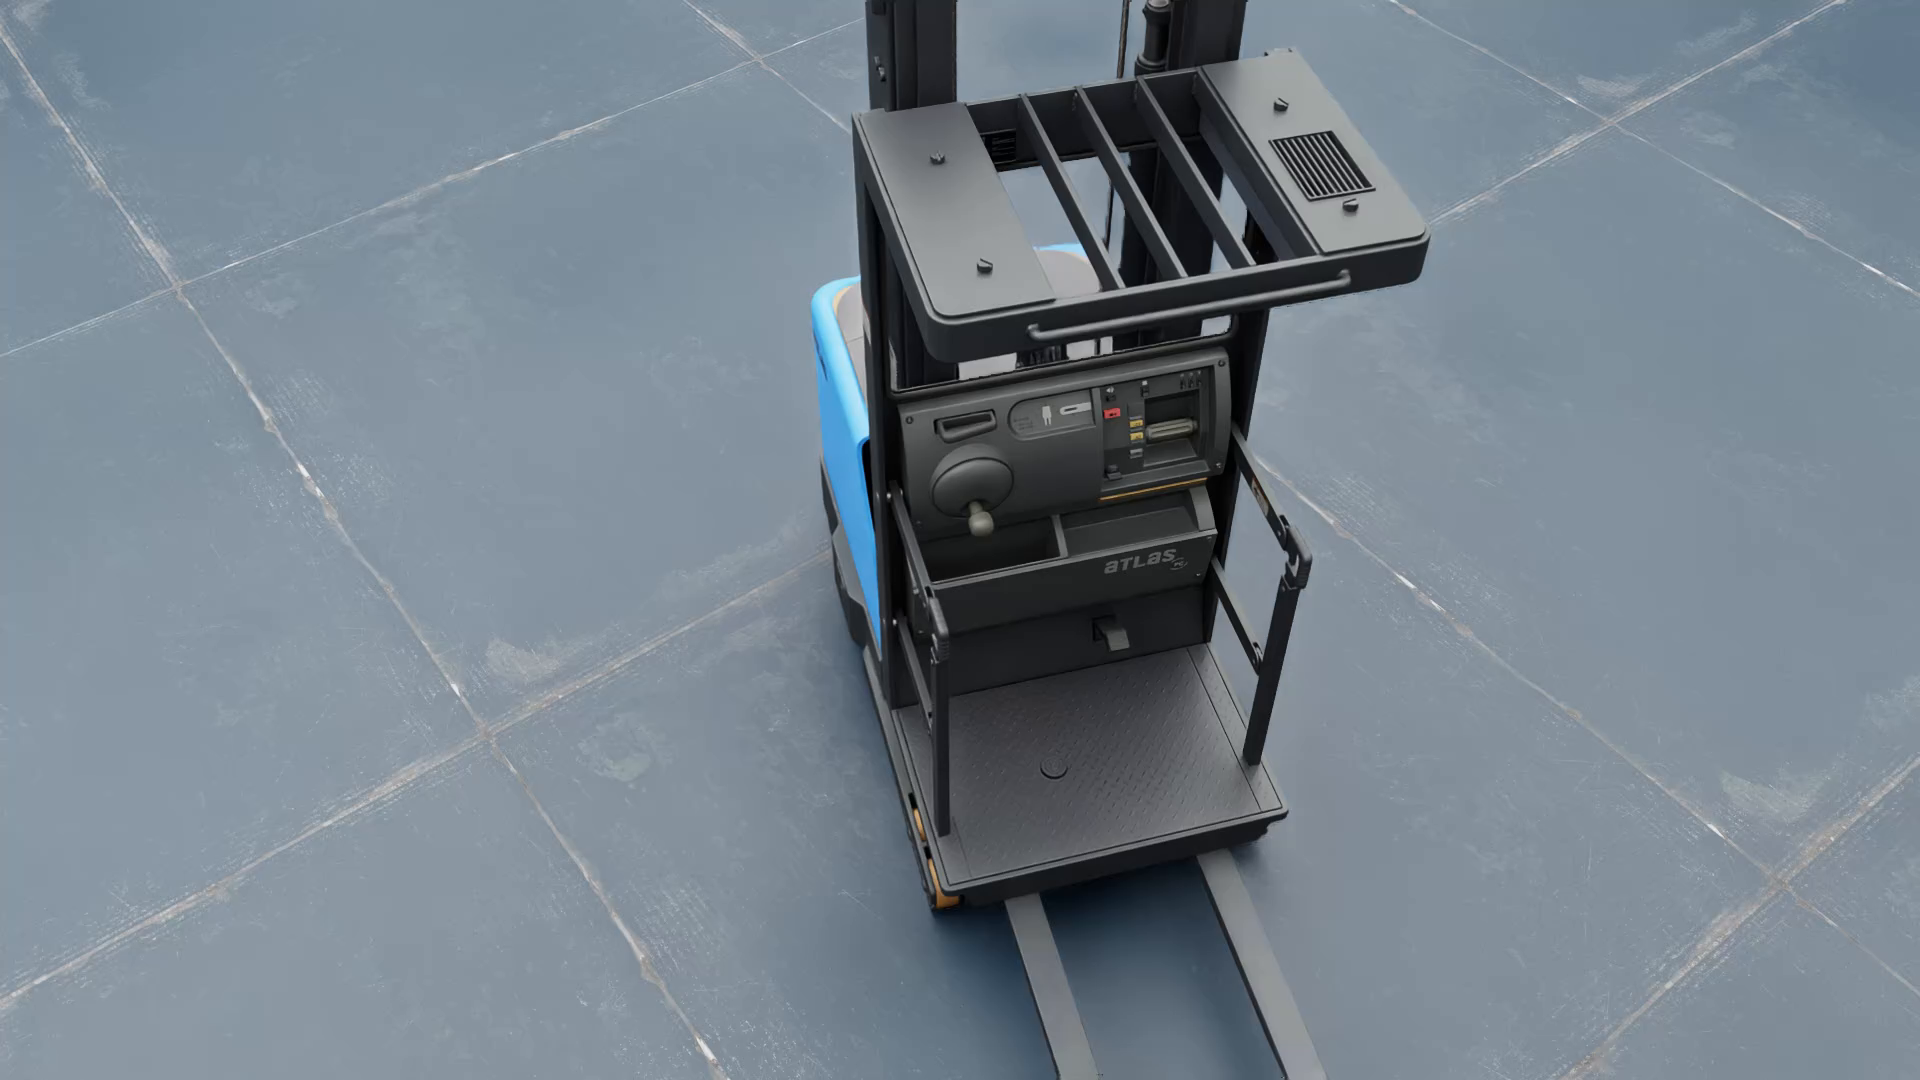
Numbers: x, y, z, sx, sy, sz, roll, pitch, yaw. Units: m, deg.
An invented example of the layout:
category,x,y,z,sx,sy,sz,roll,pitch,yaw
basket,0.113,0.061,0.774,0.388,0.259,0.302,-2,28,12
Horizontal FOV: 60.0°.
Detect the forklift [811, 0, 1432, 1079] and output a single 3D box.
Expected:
category,x,y,z,sx,sy,sz,roll,pitch,yaw
forklift,0.355,-0.163,4.419,1.130,2.935,3.031,-11,49,-10
